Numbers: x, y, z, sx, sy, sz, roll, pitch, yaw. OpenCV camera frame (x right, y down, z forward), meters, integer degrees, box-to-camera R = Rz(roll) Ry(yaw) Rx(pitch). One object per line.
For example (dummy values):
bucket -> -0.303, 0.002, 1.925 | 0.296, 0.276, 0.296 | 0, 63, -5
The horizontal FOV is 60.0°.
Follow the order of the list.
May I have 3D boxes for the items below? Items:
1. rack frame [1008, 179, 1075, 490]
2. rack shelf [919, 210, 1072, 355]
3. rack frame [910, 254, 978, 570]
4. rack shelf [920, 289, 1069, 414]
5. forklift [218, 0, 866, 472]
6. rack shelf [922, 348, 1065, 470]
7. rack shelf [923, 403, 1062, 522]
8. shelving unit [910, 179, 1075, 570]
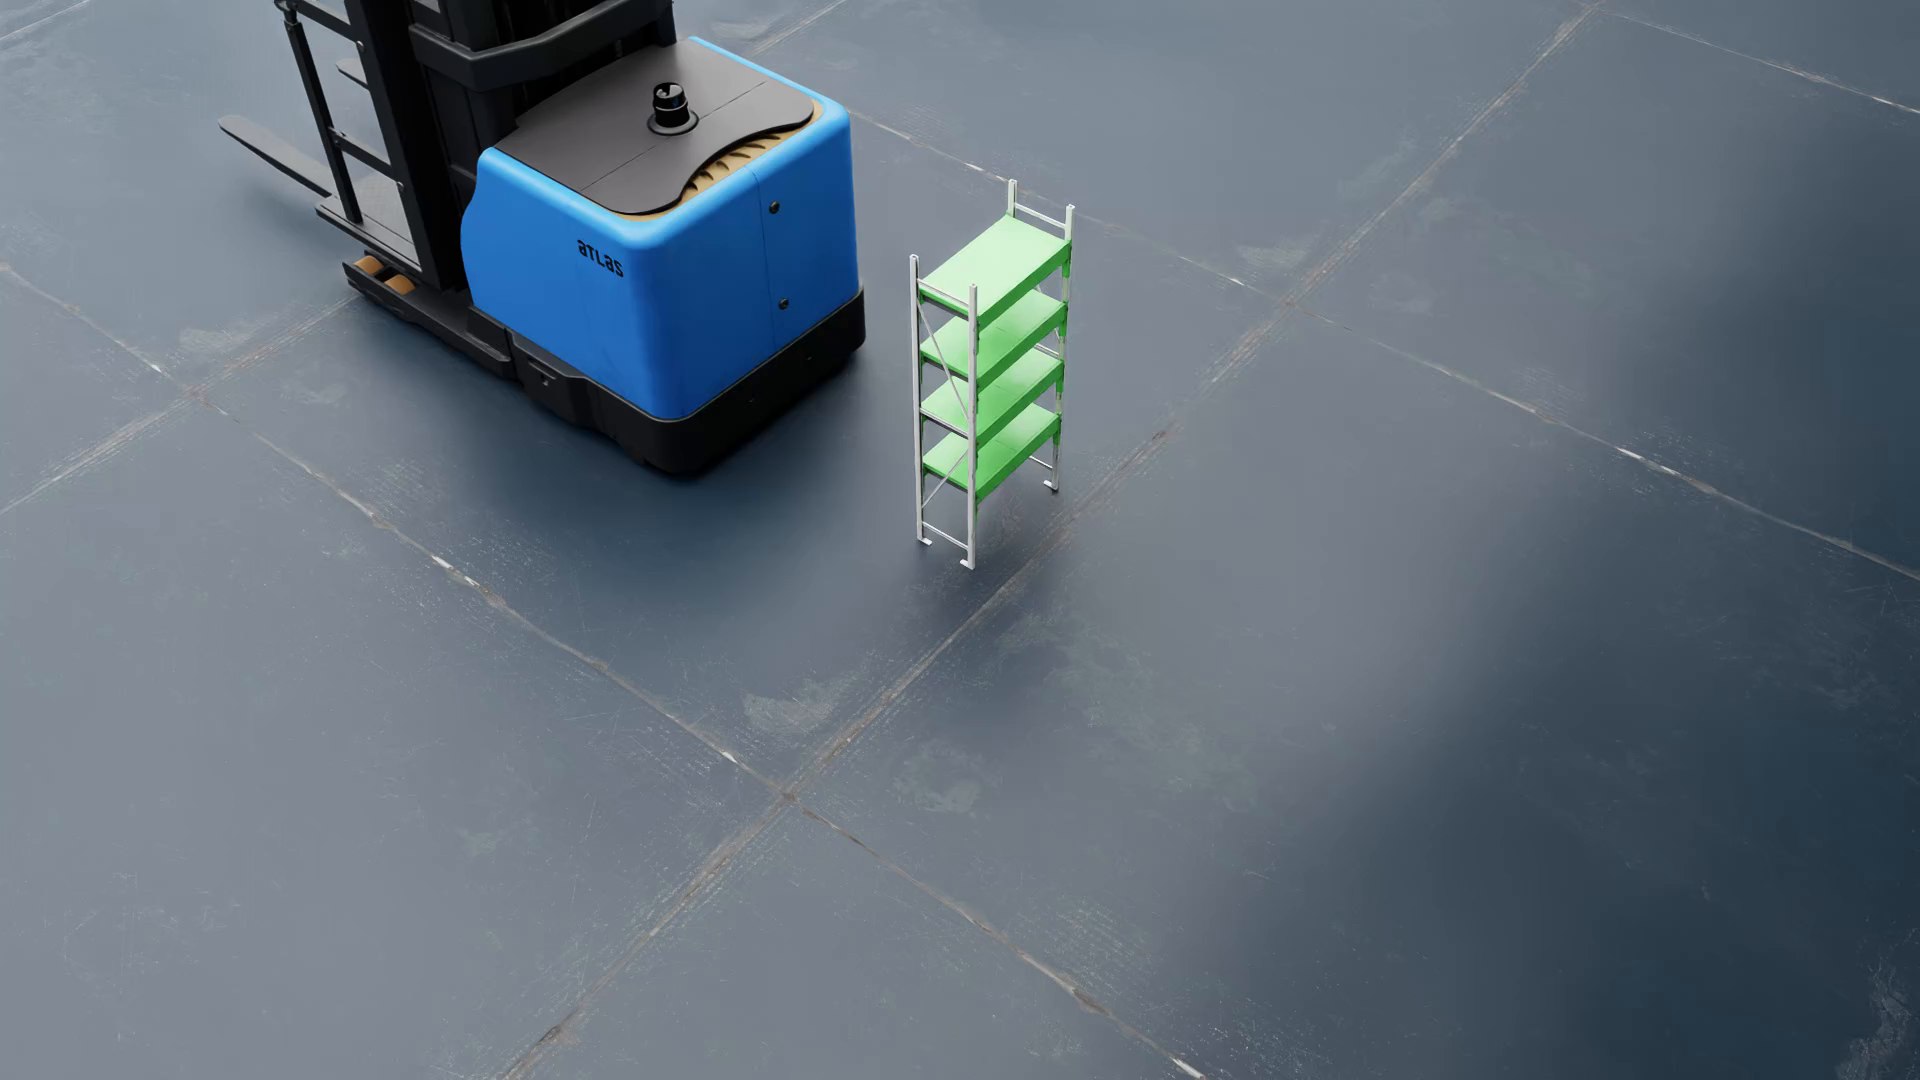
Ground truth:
rack frame -> 0.250, -0.649, 5.540 | 0.240, 1.200, 0.015 | 29, 53, 25
rack shelf -> 0.101, -0.797, 5.106 | 0.258, 0.148, 0.480 | 29, 53, 25
rack frame -> -0.048, -0.370, 5.273 | 0.240, 1.200, 0.015 | 29, 53, 25
rack shelf -> 0.101, -0.631, 5.279 | 0.258, 0.148, 0.480 | 29, 53, 25
forklift -> -1.822, -2.158, 5.784 | 3.031, 2.935, 1.130 | 31, 54, 26
rack shelf -> 0.101, -0.465, 5.453 | 0.258, 0.148, 0.480 | 29, 53, 25
rack shelf -> 0.101, -0.299, 5.626 | 0.258, 0.148, 0.480 | 29, 53, 25
shelving unit -> 0.101, -0.509, 5.407 | 0.258, 1.200, 0.503 | 29, 53, 25
